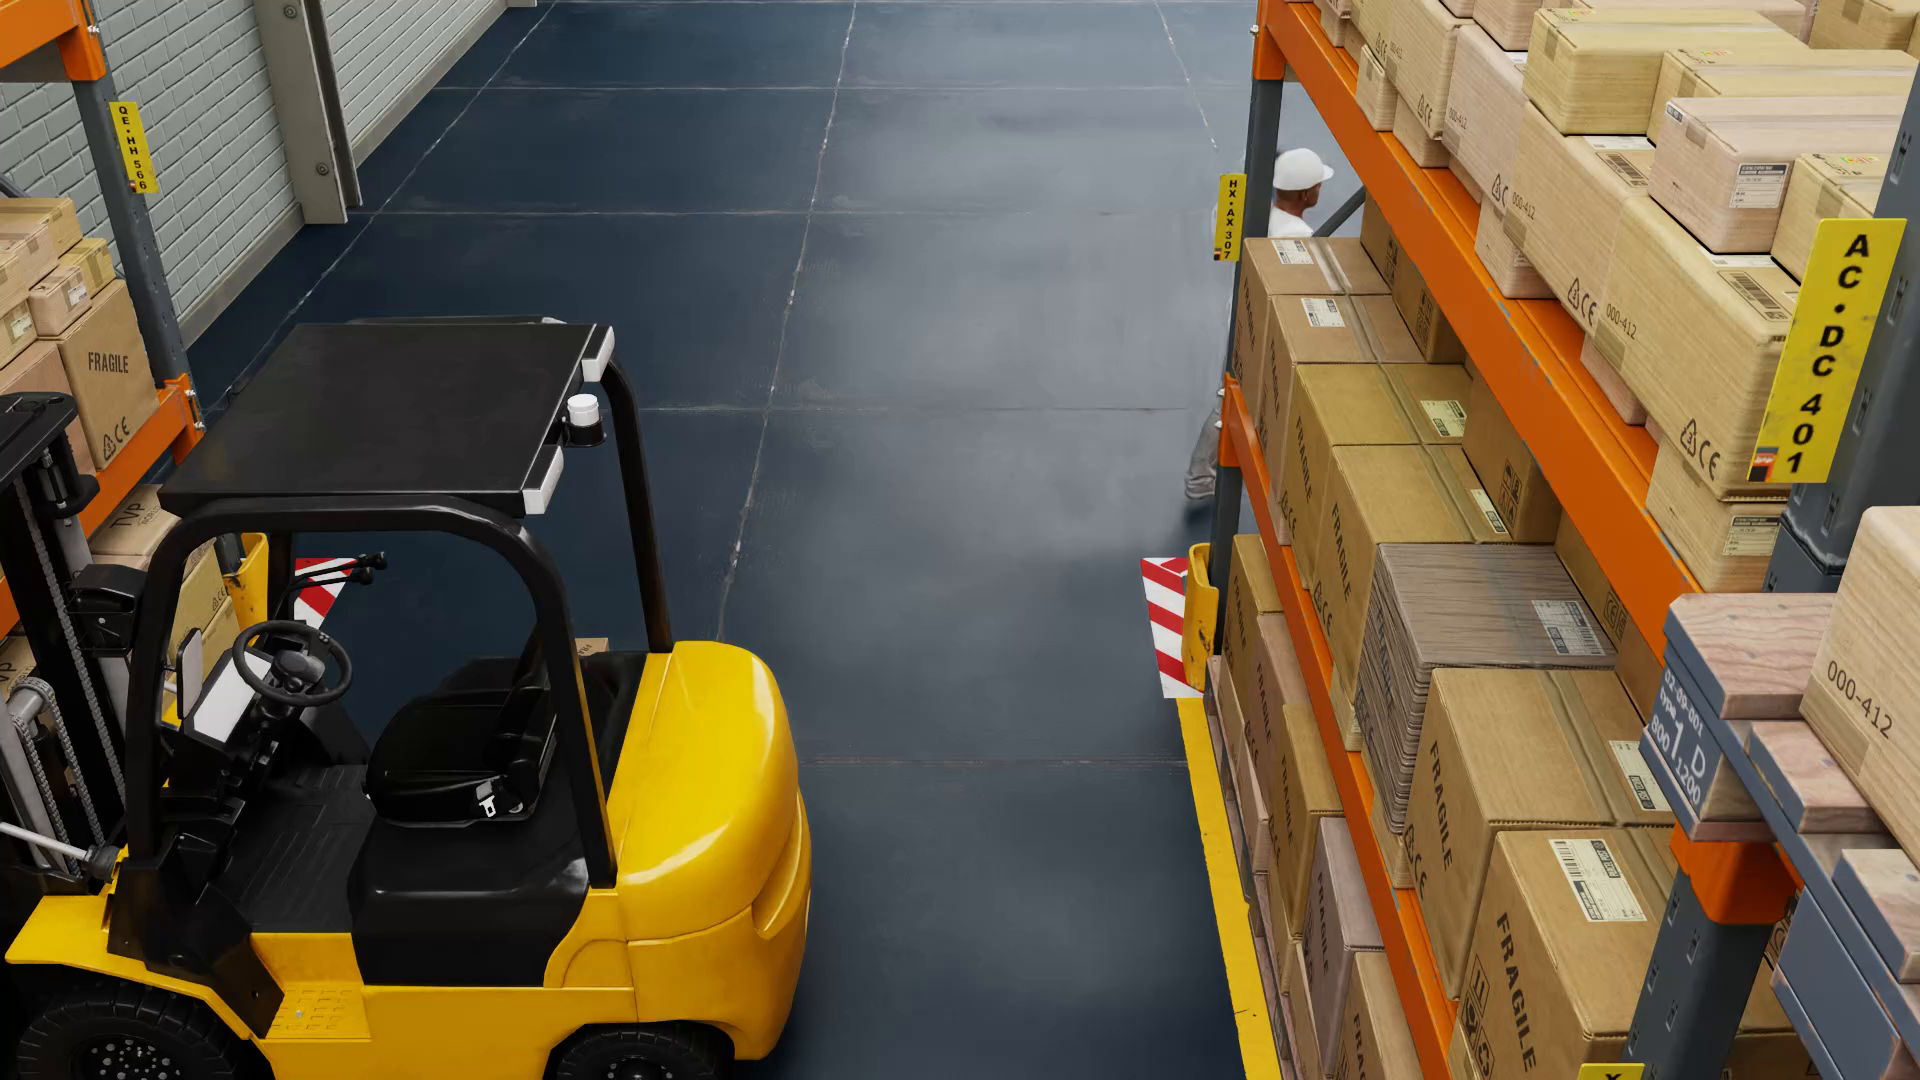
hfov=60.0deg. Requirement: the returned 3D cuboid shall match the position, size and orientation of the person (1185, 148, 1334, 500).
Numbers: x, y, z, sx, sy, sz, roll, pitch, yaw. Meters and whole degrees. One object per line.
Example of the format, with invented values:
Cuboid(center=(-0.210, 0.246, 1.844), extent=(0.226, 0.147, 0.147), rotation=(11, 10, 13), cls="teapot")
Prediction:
Cuboid(center=(1.551, -0.990, 7.702), extent=(0.953, 1.719, 0.595), rotation=(-12, 33, -19), cls="person")
